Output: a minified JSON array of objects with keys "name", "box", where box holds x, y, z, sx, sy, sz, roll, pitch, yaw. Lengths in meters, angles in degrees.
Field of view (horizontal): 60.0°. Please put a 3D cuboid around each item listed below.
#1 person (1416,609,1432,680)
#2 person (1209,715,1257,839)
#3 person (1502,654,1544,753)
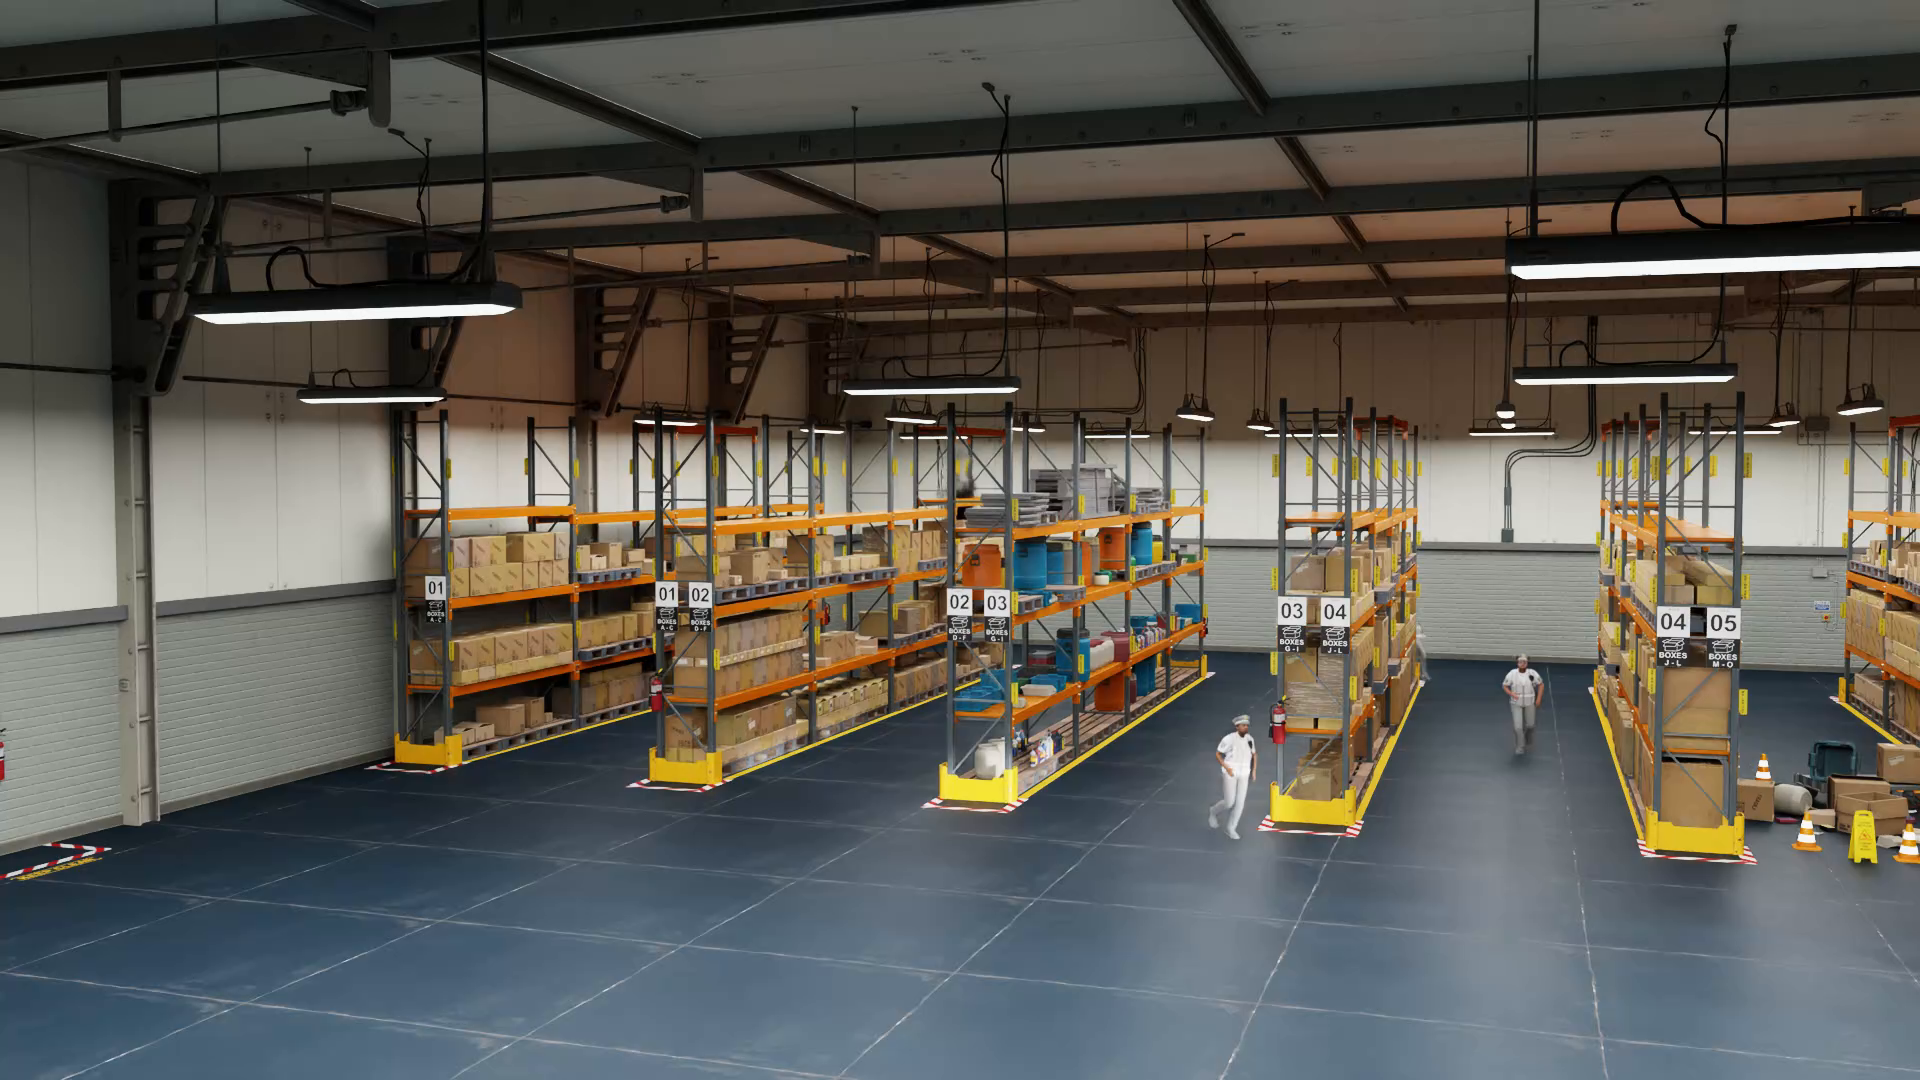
[{"name":"person","box":[10.724,2.484,39.485,0.816,1.710,0.610,2,3,41]},{"name":"person","box":[3.788,3.210,22.792,0.623,1.663,0.608,-1,3,-19]},{"name":"person","box":[9.914,2.877,29.278,0.705,1.753,0.585,1,3,14]}]
